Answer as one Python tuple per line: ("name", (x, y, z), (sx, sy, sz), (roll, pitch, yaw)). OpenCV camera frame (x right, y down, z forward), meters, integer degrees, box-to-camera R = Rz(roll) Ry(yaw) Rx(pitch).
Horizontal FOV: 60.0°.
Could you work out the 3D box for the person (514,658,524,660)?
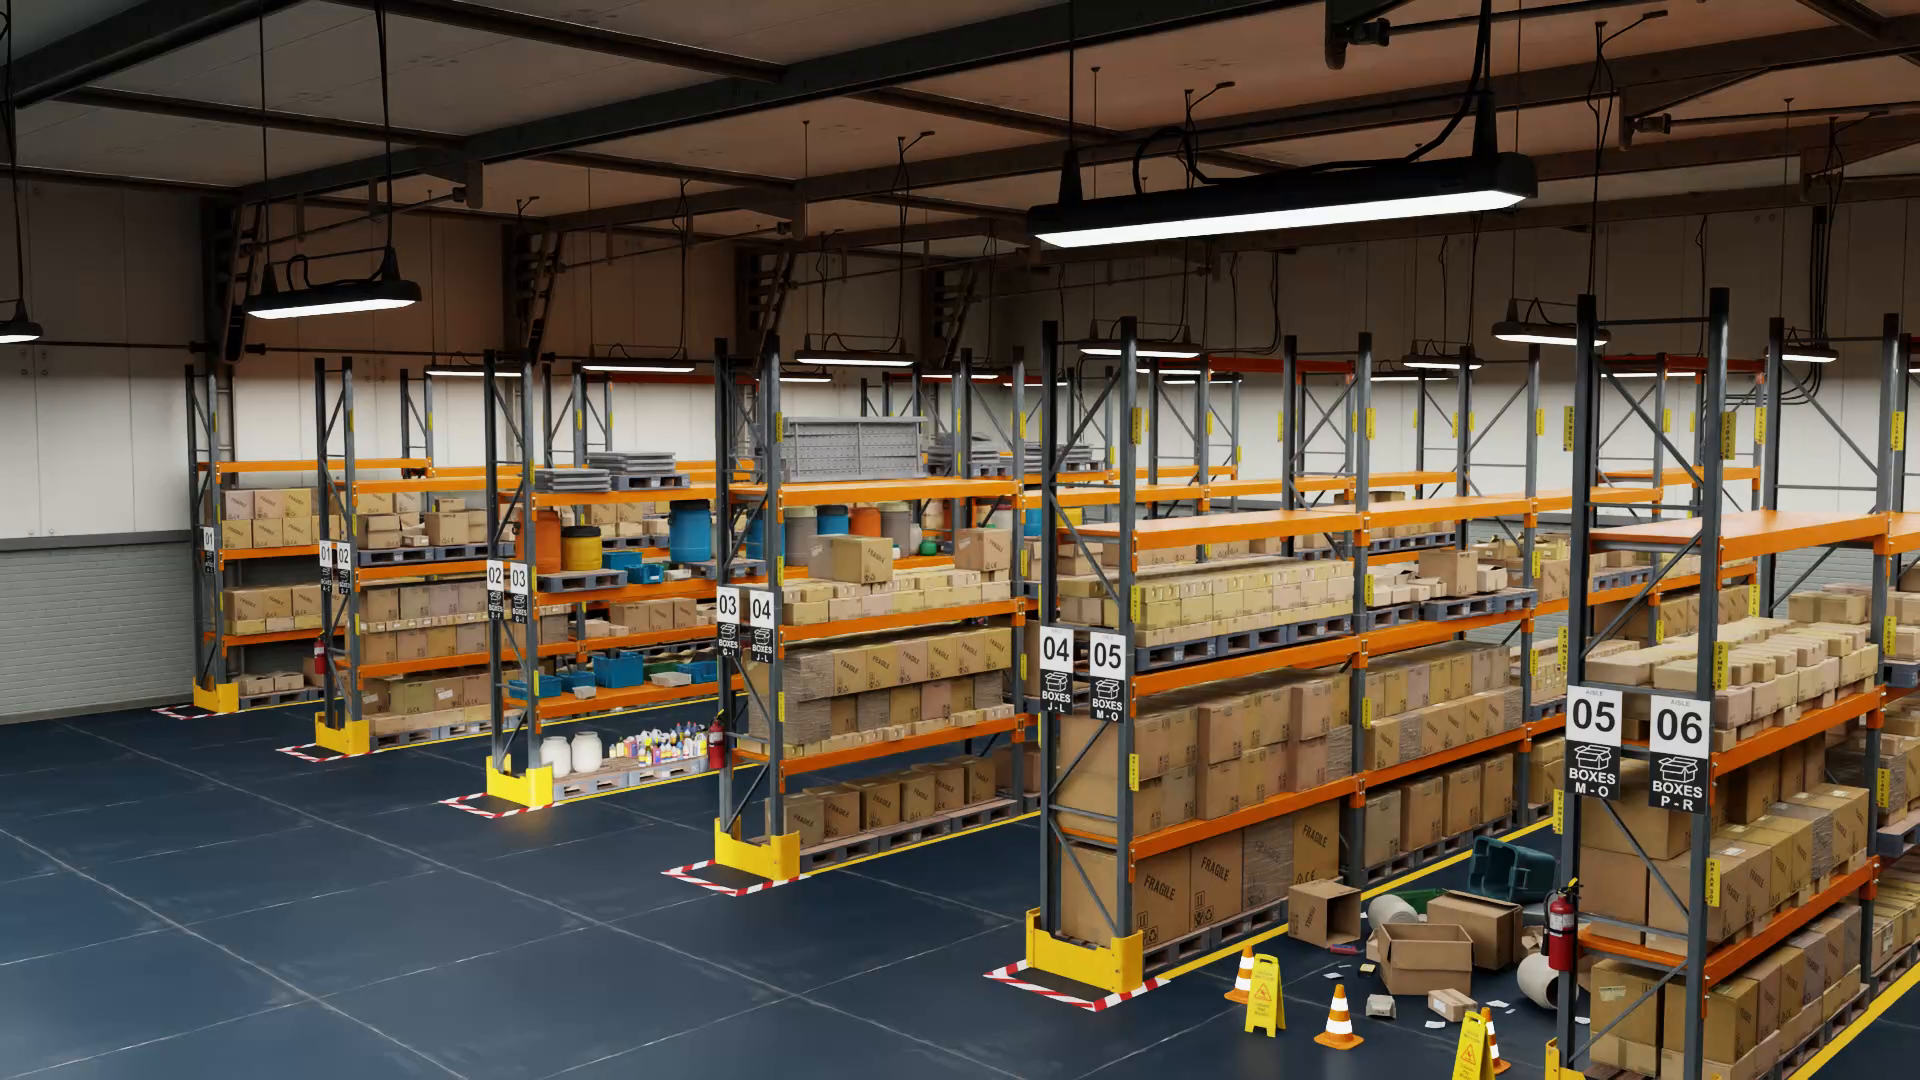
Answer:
("person", (-7.824, 2.038, 29.566), (0.547, 1.677, 0.967), (3, 5, 32))
